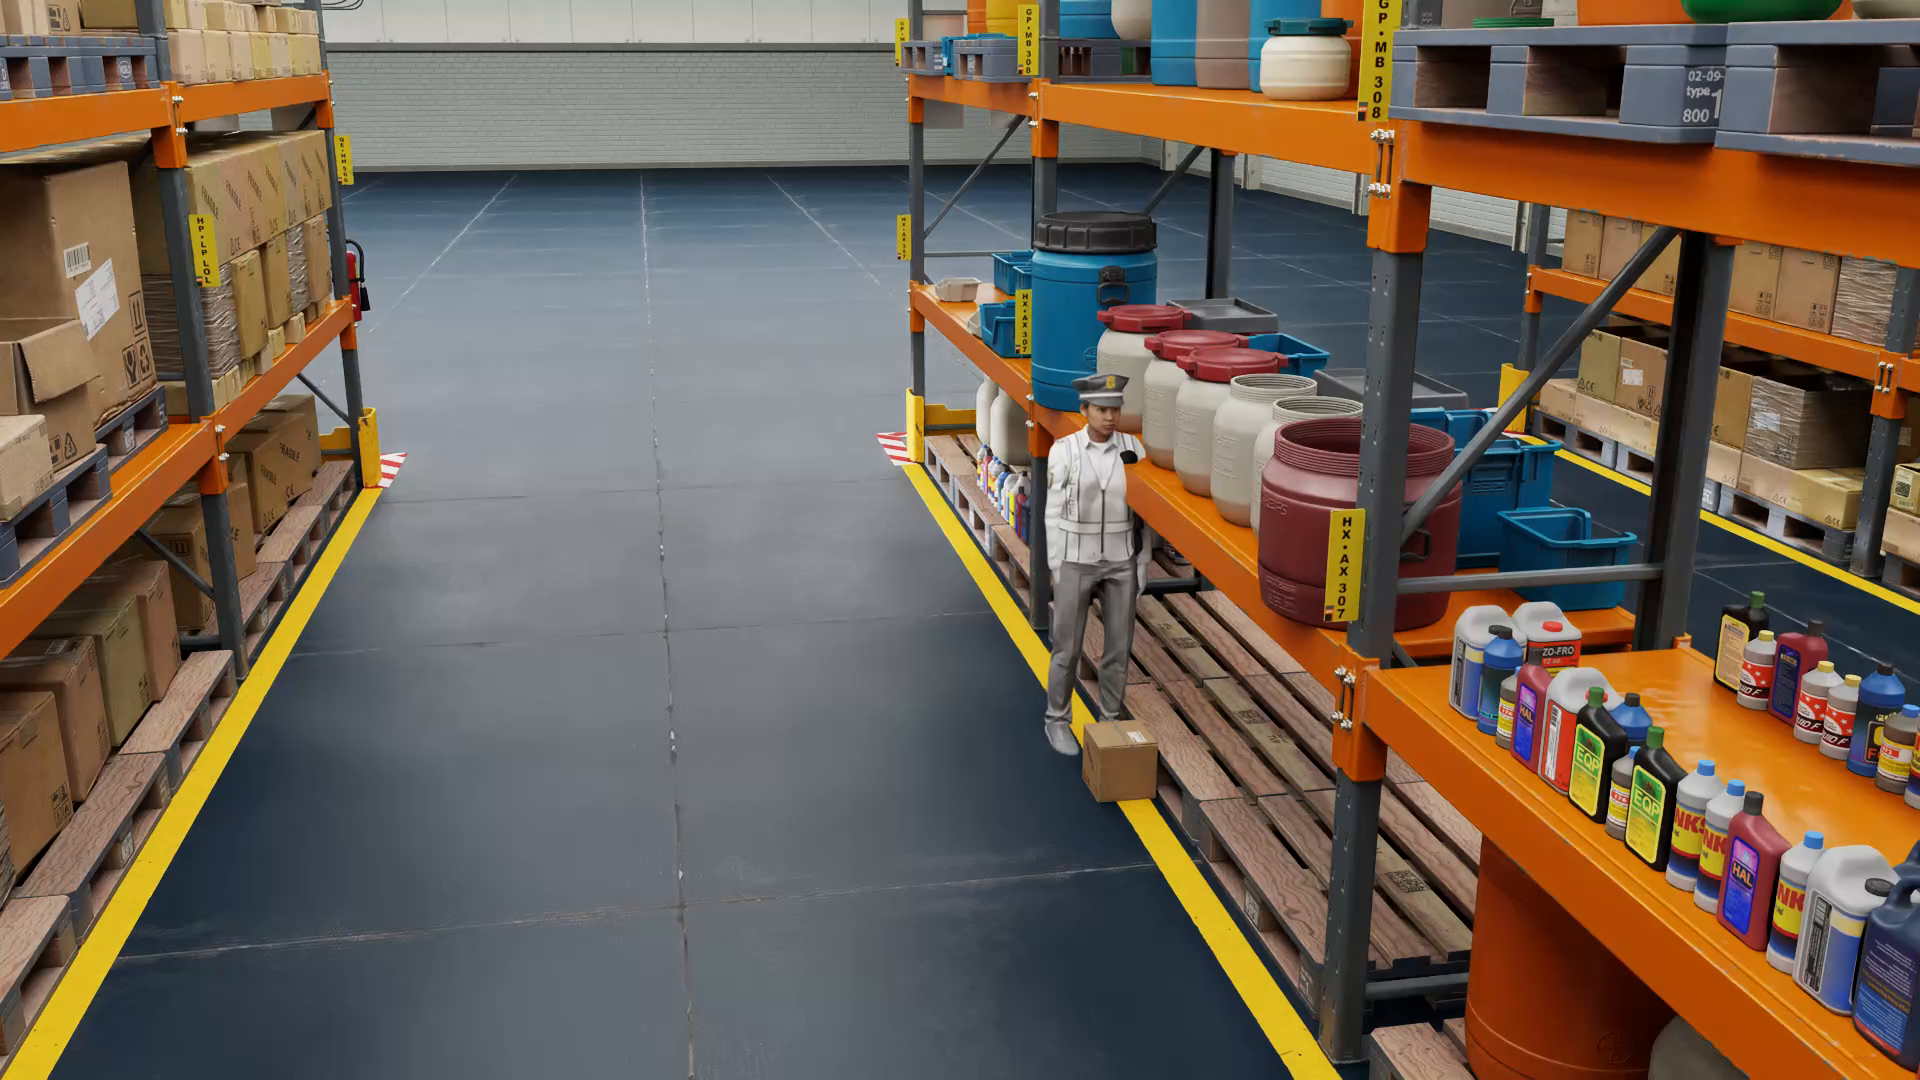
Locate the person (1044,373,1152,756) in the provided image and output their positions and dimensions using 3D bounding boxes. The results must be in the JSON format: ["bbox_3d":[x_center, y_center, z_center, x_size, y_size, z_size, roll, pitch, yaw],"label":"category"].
[{"bbox_3d":[0.599,0.116,7.167,0.466,1.707,0.342,-3,17,-9],"label":"person"}]
